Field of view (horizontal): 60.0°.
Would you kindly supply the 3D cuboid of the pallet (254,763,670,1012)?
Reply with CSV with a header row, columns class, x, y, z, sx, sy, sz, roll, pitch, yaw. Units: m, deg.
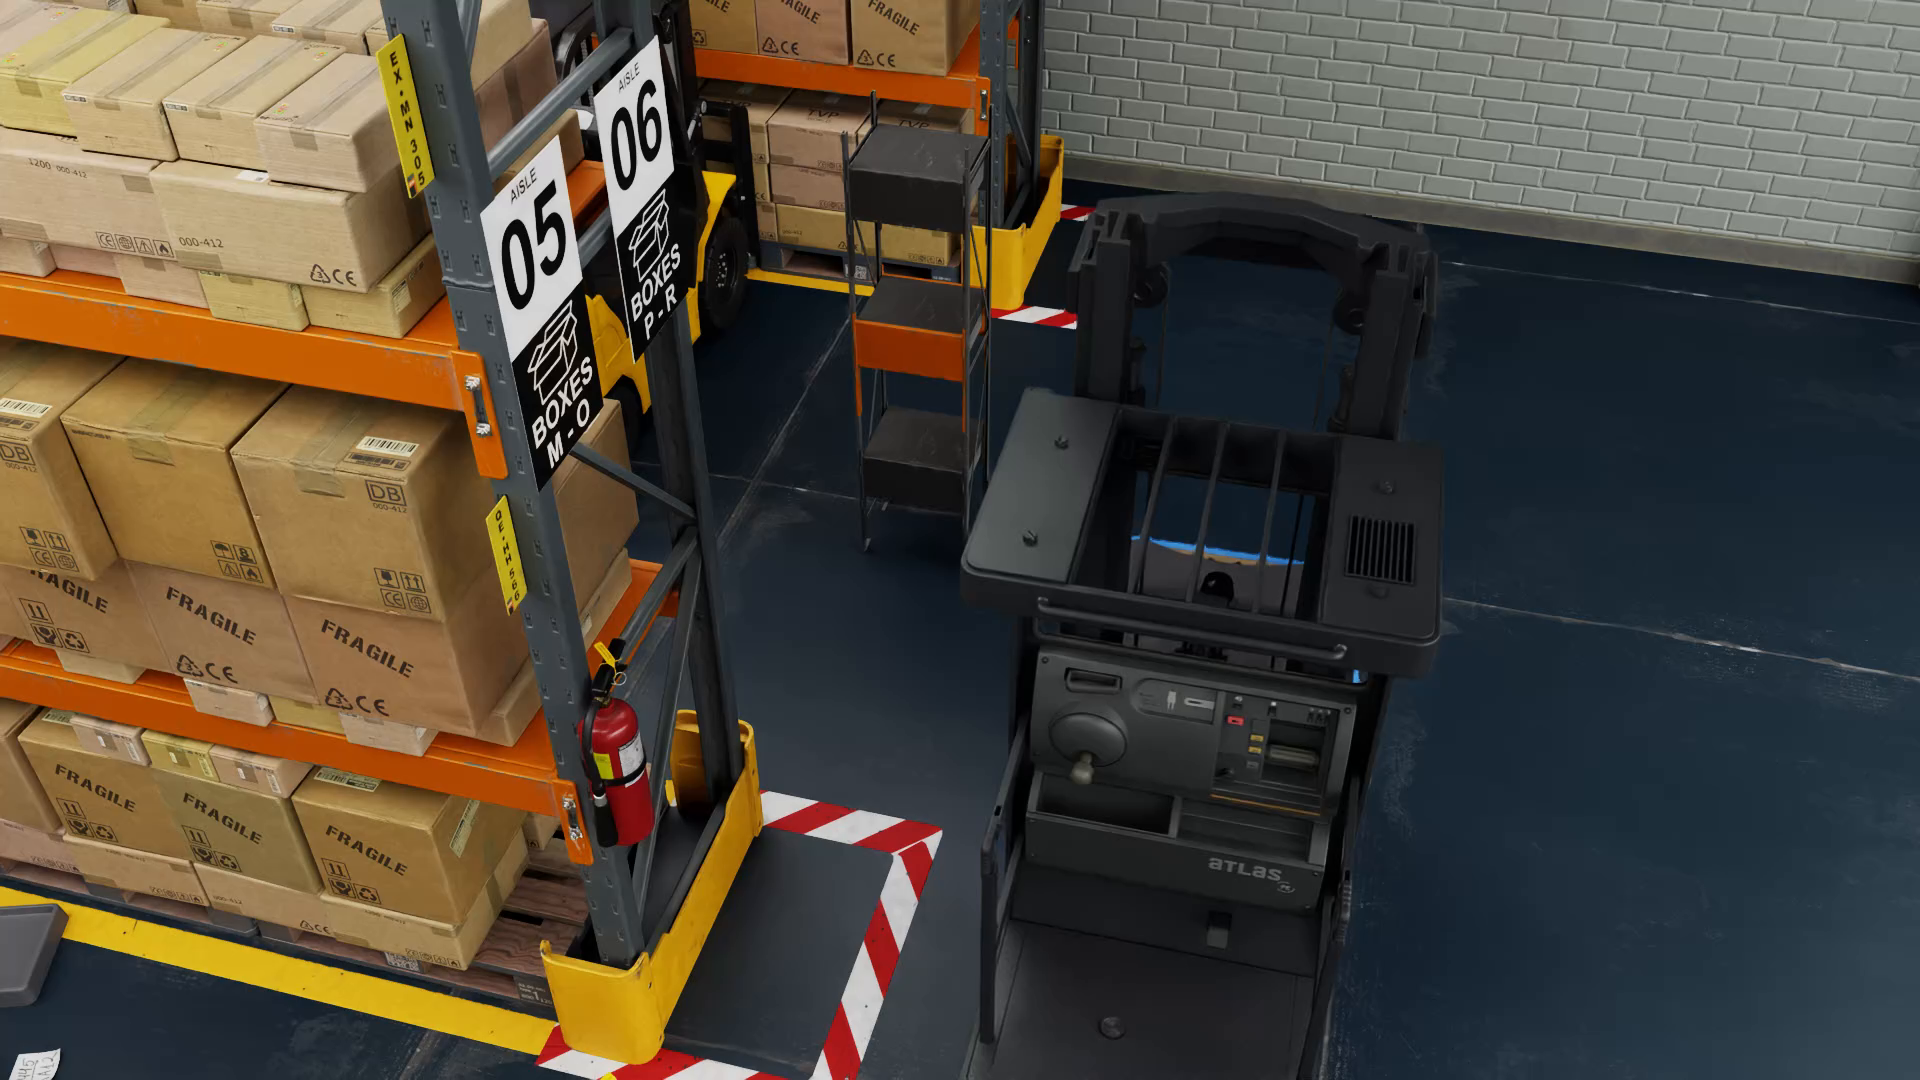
class,x,y,z,sx,sy,sz,roll,pitch,yaw
pallet,-1.842,1.164,6.225,1.213,0.211,1.003,10,41,11

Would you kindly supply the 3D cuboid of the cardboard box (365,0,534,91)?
class,x,y,z,sx,sy,sz,roll,pitch,yaw
cardboard box,-1.284,-1.278,4.207,0.250,0.149,0.380,10,41,11

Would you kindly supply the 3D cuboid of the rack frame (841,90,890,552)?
class,x,y,z,sx,sy,sz,roll,pitch,yaw
rack frame,-0.396,-0.872,7.180,0.015,2.100,0.400,10,41,11

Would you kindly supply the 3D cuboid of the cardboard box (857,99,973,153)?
class,x,y,z,sx,sy,sz,roll,pitch,yaw
cardboard box,-0.239,-2.192,9.087,0.500,0.250,0.500,11,41,13

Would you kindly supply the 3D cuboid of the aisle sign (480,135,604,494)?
class,x,y,z,sx,sy,sz,roll,pitch,yaw
aisle sign,-1.008,-0.540,4.063,0.004,0.787,0.394,10,41,11

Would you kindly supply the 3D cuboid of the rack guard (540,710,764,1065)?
class,x,y,z,sx,sy,sz,roll,pitch,yaw
rack guard,-1.066,1.210,5.945,0.348,0.500,1.175,10,41,11

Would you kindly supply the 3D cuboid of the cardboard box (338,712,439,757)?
class,x,y,z,sx,sy,sz,roll,pitch,yaw
cardboard box,-1.683,0.459,5.091,0.250,0.149,0.380,9,41,11

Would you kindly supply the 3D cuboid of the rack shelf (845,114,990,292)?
class,x,y,z,sx,sy,sz,roll,pitch,yaw
rack shelf,-0.160,-1.357,6.691,0.480,0.518,0.431,10,41,11

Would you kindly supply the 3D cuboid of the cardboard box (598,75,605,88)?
class,x,y,z,sx,sy,sz,roll,pitch,yaw
cardboard box,-2.216,-2.532,9.492,0.500,0.250,0.500,11,41,13

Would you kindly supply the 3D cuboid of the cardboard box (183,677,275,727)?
class,x,y,z,sx,sy,sz,roll,pitch,yaw
cardboard box,-2.182,0.379,5.186,0.250,0.149,0.380,10,41,12

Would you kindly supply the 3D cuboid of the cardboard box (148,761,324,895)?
class,x,y,z,sx,sy,sz,roll,pitch,yaw
cardboard box,-2.339,0.815,5.701,0.500,0.500,0.500,11,41,13

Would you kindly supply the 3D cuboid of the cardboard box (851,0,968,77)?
class,x,y,z,sx,sy,sz,roll,pitch,yaw
cardboard box,-0.257,-2.776,8.670,0.500,0.500,0.500,9,41,10

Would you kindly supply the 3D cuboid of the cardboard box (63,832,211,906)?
class,x,y,z,sx,sy,sz,roll,pitch,yaw
cardboard box,-2.849,1.016,6.044,0.500,0.250,0.500,8,41,10

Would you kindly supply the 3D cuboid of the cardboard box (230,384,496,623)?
class,x,y,z,sx,sy,sz,roll,pitch,yaw
cardboard box,-1.543,-0.219,4.616,0.500,0.500,0.700,9,41,10

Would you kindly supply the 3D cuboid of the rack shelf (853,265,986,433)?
class,x,y,z,sx,sy,sz,roll,pitch,yaw
rack shelf,-0.160,-0.821,7.141,0.480,0.518,0.431,10,41,11

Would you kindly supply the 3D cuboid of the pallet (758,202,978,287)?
class,x,y,z,sx,sy,sz,roll,pitch,yaw
pallet,-0.463,-1.852,9.816,1.213,0.211,1.003,10,41,11

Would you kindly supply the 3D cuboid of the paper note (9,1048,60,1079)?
class,x,y,z,sx,sy,sz,roll,pitch,yaw
paper note,-3.132,1.790,5.620,0.148,0.019,0.142,-3,40,-4

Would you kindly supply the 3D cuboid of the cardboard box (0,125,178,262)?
class,x,y,z,sx,sy,sz,roll,pitch,yaw
cardboard box,-2.039,-0.950,4.126,0.500,0.250,0.500,9,41,11

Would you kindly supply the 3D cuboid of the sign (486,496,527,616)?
class,x,y,z,sx,sy,sz,roll,pitch,yaw
sign,-1.156,0.043,4.245,0.005,0.325,0.100,10,41,11

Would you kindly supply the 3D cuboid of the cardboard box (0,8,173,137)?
class,x,y,z,sx,sy,sz,roll,pitch,yaw
cardboard box,-2.118,-1.137,4.039,0.250,0.149,0.380,10,41,12

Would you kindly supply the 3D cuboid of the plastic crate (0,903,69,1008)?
class,x,y,z,sx,sy,sz,roll,pitch,yaw
plastic crate,-3.552,1.489,5.939,0.583,0.080,0.402,-3,40,-4

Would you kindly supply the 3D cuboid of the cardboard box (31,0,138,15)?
class,x,y,z,sx,sy,sz,roll,pitch,yaw
cardboard box,-2.244,-1.460,4.423,0.250,0.149,0.380,10,41,11

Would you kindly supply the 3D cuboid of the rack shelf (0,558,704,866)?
class,x,y,z,sx,sy,sz,roll,pitch,yaw
rack shelf,-2.925,0.209,5.753,4.000,0.370,1.077,10,41,11

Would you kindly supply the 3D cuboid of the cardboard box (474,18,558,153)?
class,x,y,z,sx,sy,sz,roll,pitch,yaw
cardboard box,-1.410,-1.189,4.411,0.500,0.250,0.500,9,41,11

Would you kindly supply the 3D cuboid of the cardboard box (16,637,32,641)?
class,x,y,z,sx,sy,sz,roll,pitch,yaw
cardboard box,-2.881,0.166,5.440,0.250,0.149,0.380,10,41,11

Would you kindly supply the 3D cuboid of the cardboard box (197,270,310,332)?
class,x,y,z,sx,sy,sz,roll,pitch,yaw
cardboard box,-1.659,-0.693,4.131,0.250,0.149,0.380,10,41,12

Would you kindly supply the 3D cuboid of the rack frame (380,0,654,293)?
class,x,y,z,sx,sy,sz,roll,pitch,yaw
rack frame,-0.993,-2.032,3.197,0.127,3.000,1.000,10,41,11

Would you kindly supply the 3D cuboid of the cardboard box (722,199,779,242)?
class,x,y,z,sx,sy,sz,roll,pitch,yaw
cardboard box,-1.208,-1.986,9.618,0.500,0.250,0.500,10,41,12

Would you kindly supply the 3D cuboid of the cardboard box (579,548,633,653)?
class,x,y,z,sx,sy,sz,roll,pitch,yaw
cardboard box,-1.268,0.177,5.427,0.250,0.149,0.380,10,41,12

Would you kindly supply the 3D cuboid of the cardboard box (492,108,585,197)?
class,x,y,z,sx,sy,sz,roll,pitch,yaw
cardboard box,-1.230,-1.044,4.548,0.250,0.149,0.380,10,41,11

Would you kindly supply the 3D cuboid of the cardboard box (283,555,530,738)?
class,x,y,z,sx,sy,sz,roll,pitch,yaw
cardboard box,-1.589,0.194,4.902,0.500,0.500,0.500,9,41,11

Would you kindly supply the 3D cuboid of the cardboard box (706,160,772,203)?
class,x,y,z,sx,sy,sz,roll,pitch,yaw
cardboard box,-1.250,-2.168,9.446,0.500,0.250,0.500,9,41,10

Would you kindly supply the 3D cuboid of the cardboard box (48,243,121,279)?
class,x,y,z,sx,sy,sz,roll,pitch,yaw
cardboard box,-2.134,-0.842,4.308,0.250,0.149,0.380,10,41,12

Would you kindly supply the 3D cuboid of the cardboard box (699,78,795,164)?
class,x,y,z,sx,sy,sz,roll,pitch,yaw
cardboard box,-1.224,-2.351,9.276,0.500,0.250,0.500,10,41,12

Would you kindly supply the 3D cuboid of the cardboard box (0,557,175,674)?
class,x,y,z,sx,sy,sz,roll,pitch,yaw
cardboard box,-2.553,0.023,5.106,0.500,0.500,0.500,10,41,11

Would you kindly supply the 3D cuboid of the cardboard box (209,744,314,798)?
class,x,y,z,sx,sy,sz,roll,pitch,yaw
cardboard box,-2.206,0.632,5.414,0.250,0.149,0.380,11,41,13

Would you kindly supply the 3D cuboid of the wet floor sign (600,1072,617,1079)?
class,x,y,z,sx,sy,sz,roll,pitch,yaw
wet floor sign,-1.086,1.863,5.054,0.232,0.644,0.267,24,46,26

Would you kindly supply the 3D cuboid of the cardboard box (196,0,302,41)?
class,x,y,z,sx,sy,sz,roll,pitch,yaw
cardboard box,-1.757,-1.390,4.340,0.250,0.149,0.380,10,41,11

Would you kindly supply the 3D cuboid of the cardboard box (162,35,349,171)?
class,x,y,z,sx,sy,sz,roll,pitch,yaw
cardboard box,-1.635,-1.032,3.914,0.250,0.149,0.380,10,41,12

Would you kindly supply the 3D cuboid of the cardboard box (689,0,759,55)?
class,x,y,z,sx,sy,sz,roll,pitch,yaw
cardboard box,-1.251,-2.953,8.880,0.500,0.500,0.500,9,41,11

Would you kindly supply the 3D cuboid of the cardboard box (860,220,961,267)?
class,x,y,z,sx,sy,sz,roll,pitch,yaw
cardboard box,-0.249,-1.809,9.407,0.500,0.250,0.500,10,41,12

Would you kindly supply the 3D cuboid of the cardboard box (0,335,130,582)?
class,x,y,z,sx,sy,sz,roll,pitch,yaw
cardboard box,-2.549,-0.329,4.747,0.500,0.500,0.700,9,41,11

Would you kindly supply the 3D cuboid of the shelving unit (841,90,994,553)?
class,x,y,z,sx,sy,sz,roll,pitch,yaw
shelving unit,-0.160,-0.832,7.132,0.503,2.100,0.431,10,41,11

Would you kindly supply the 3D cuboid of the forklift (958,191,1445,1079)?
class,x,y,z,sx,sy,sz,roll,pitch,yaw
forklift,0.627,0.650,4.722,1.130,2.935,3.031,9,41,10

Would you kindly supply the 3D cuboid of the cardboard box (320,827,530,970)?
class,x,y,z,sx,sy,sz,roll,pitch,yaw
cardboard box,-1.867,1.186,5.841,0.500,0.250,0.500,10,41,11

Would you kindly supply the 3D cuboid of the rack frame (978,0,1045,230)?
class,x,y,z,sx,sy,sz,roll,pitch,yaw
rack frame,0.286,-2.819,8.799,0.127,3.000,1.000,10,41,11

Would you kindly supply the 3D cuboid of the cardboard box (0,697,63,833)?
class,x,y,z,sx,sy,sz,roll,pitch,yaw
cardboard box,-3.336,0.640,5.908,0.500,0.500,0.500,12,41,14

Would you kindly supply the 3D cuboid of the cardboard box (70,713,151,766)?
class,x,y,z,sx,sy,sz,roll,pitch,yaw
cardboard box,-2.702,0.543,5.520,0.250,0.149,0.380,11,41,13
